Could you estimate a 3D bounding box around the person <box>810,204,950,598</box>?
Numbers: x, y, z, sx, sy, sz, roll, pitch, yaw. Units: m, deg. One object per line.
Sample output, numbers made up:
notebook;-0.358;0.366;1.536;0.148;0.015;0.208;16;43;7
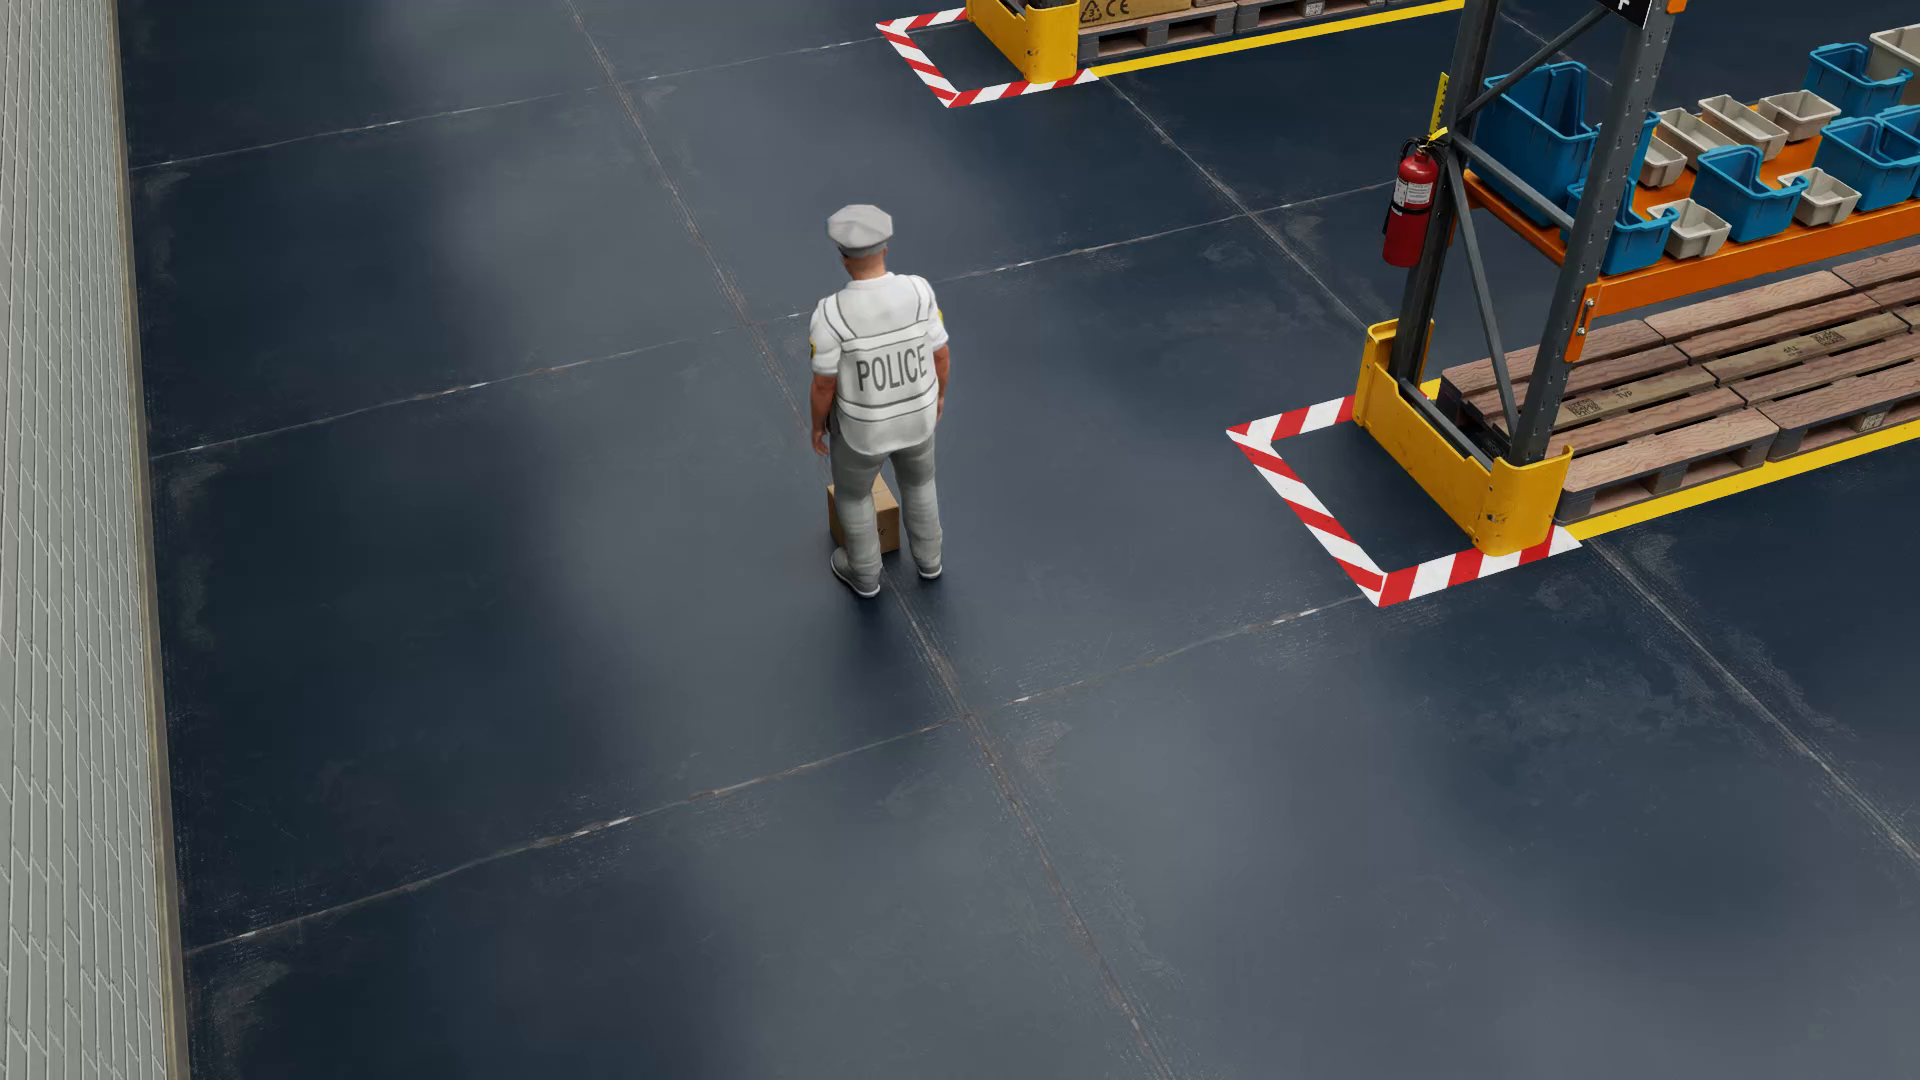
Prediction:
person;-0.317;-0.497;6.715;0.586;1.748;0.432;-16;44;-17
